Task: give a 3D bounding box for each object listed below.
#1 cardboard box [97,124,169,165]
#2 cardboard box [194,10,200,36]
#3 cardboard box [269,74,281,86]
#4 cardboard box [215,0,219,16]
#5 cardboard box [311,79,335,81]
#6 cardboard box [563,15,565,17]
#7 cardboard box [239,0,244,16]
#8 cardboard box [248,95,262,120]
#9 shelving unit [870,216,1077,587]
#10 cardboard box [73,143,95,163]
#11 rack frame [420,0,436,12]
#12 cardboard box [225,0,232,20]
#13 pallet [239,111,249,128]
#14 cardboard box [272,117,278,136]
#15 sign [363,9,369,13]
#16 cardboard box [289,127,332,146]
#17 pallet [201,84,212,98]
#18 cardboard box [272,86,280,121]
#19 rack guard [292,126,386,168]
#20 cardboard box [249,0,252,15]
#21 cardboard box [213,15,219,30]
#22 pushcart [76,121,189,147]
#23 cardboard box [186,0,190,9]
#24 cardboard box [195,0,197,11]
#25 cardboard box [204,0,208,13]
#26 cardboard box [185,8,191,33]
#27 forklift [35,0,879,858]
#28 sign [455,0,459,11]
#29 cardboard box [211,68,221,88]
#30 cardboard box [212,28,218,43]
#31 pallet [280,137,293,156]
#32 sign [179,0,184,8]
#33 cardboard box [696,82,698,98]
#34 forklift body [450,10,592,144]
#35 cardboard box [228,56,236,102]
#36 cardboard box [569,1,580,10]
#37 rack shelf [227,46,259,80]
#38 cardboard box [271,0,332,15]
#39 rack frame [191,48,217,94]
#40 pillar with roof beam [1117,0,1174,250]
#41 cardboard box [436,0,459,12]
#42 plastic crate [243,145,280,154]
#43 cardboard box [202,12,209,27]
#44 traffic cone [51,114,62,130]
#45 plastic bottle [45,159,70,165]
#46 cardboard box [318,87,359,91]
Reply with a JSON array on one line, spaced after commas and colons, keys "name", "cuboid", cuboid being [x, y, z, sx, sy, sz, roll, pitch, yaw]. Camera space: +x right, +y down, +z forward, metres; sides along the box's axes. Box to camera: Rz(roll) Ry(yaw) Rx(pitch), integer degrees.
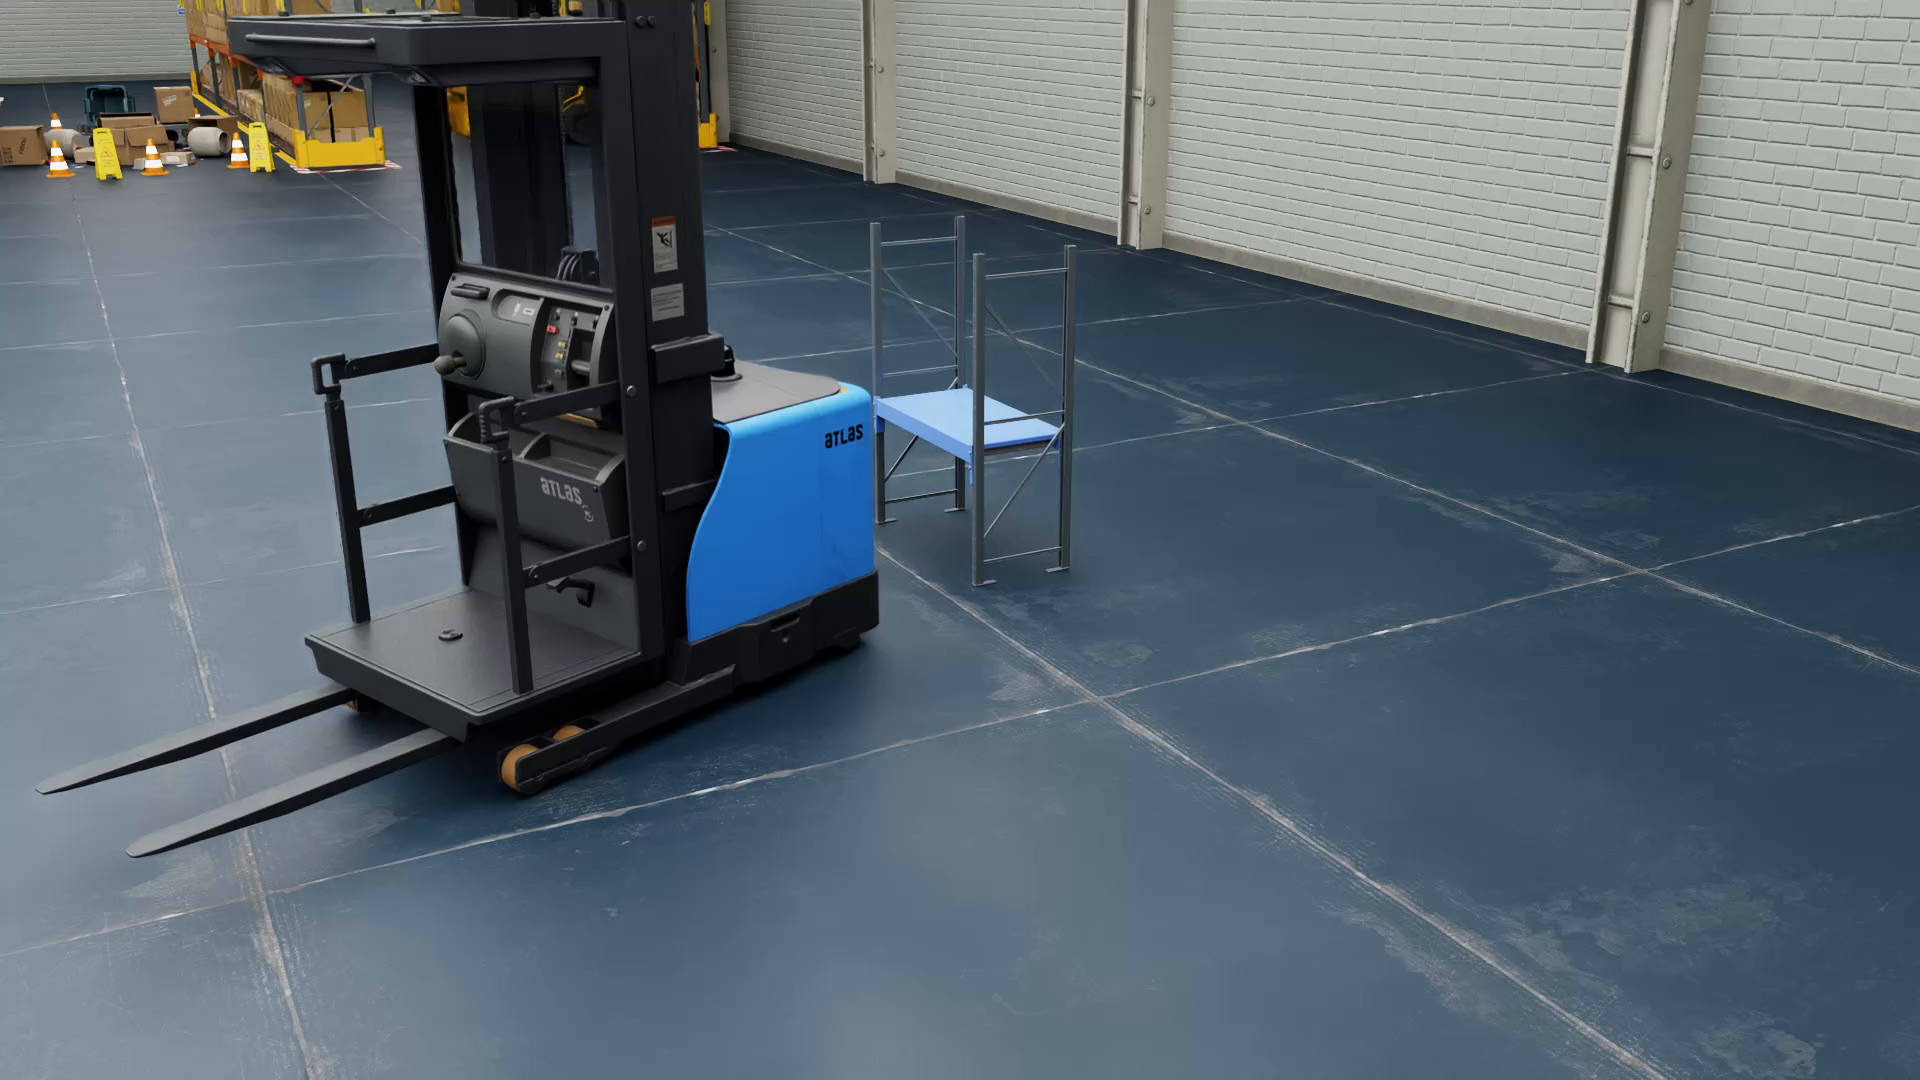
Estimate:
[{"name": "cardboard box", "cuboid": [-11.776, -5.640, 23.705, 0.637, 0.503, 0.797, 7, 20, 20]}, {"name": "cardboard box", "cuboid": [-15.358, -10.583, 34.048, 0.500, 0.500, 0.500, -10, 22, -27]}, {"name": "cardboard box", "cuboid": [-10.188, -6.936, 25.060, 0.380, 0.149, 0.250, -9, 21, -24]}, {"name": "cardboard box", "cuboid": [-13.239, -9.779, 30.185, 0.500, 0.500, 0.500, -10, 21, -26]}, {"name": "cardboard box", "cuboid": [-10.096, -6.981, 26.187, 0.500, 0.500, 0.500, -10, 22, -27]}, {"name": "cardboard box", "cuboid": [-6.604, -9.044, 28.595, 0.380, 0.149, 0.250, -9, 21, -25]}, {"name": "cardboard box", "cuboid": [-11.511, -8.631, 27.293, 0.500, 0.500, 0.500, -9, 21, -25]}, {"name": "cardboard box", "cuboid": [-11.540, -7.368, 28.271, 0.950, 0.372, 0.625, -9, 21, -25]}, {"name": "shelving unit", "cuboid": [0.041, -0.684, 7.816, 0.538, 1.500, 1.048, -10, 21, -27]}, {"name": "cardboard box", "cuboid": [-12.484, -5.560, 23.838, 0.396, 0.266, 0.258, -6, 20, -17]}, {"name": "rack frame", "cuboid": [-11.945, -12.071, 38.515, 1.000, 3.000, 0.127, -10, 21, -27]}, {"name": "cardboard box", "cuboid": [-12.503, -9.226, 29.017, 0.500, 0.500, 0.500, -11, 22, -28]}, {"name": "pallet", "cuboid": [-12.143, -7.462, 29.433, 1.003, 0.211, 1.213, -10, 21, -27]}, {"name": "cardboard box", "cuboid": [-10.307, -6.392, 25.630, 0.500, 0.250, 0.500, -9, 21, -24]}, {"name": "sign", "cuboid": [-8.236, -7.201, 23.076, 0.100, 0.325, 0.005, -10, 21, -27]}, {"name": "cardboard box", "cuboid": [-9.346, -5.804, 23.925, 0.500, 0.250, 0.500, -10, 21, -27]}, {"name": "pallet", "cuboid": [-15.863, -9.766, 36.109, 1.003, 0.211, 1.213, -10, 21, -27]}, {"name": "cardboard box", "cuboid": [-10.061, -6.598, 25.074, 0.500, 0.500, 0.500, -9, 21, -24]}, {"name": "rack guard", "cuboid": [-8.750, -5.548, 23.444, 1.175, 0.500, 0.348, -10, 21, -27]}, {"name": "cardboard box", "cuboid": [-10.372, -8.207, 25.175, 0.700, 0.500, 0.500, -10, 21, -26]}, {"name": "cardboard box", "cuboid": [-13.474, -9.560, 30.702, 0.500, 0.250, 0.500, -11, 22, -28]}, {"name": "pushcart", "cuboid": [-12.596, -6.249, 25.664, 0.936, 0.377, 1.648, 16, 25, 39]}, {"name": "cardboard box", "cuboid": [-16.083, -11.492, 35.151, 0.500, 0.500, 0.500, -11, 22, -28]}, {"name": "cardboard box", "cuboid": [-15.113, -10.913, 33.471, 0.500, 0.500, 0.500, -10, 22, -27]}, {"name": "cardboard box", "cuboid": [-14.190, -10.360, 31.871, 0.500, 0.500, 0.500, -10, 21, -27]}, {"name": "cardboard box", "cuboid": [-16.336, -11.166, 35.740, 0.500, 0.500, 0.500, -10, 21, -27]}, {"name": "forklift", "cuboid": [-1.668, -0.708, 5.690, 1.130, 2.935, 3.031, 15, 24, 37]}, {"name": "sign", "cuboid": [-10.519, -11.246, 34.796, 0.100, 0.325, 0.005, -10, 21, -27]}, {"name": "cardboard box", "cuboid": [-15.041, -9.594, 34.621, 0.875, 0.438, 0.875, -11, 22, -28]}, {"name": "cardboard box", "cuboid": [-13.730, -9.472, 31.213, 0.500, 0.250, 0.500, -10, 22, -28]}, {"name": "pallet", "cuboid": [-9.680, -6.000, 25.197, 1.003, 0.211, 1.213, -10, 21, -27]}, {"name": "sign", "cuboid": [-16.803, -11.664, 35.886, 0.100, 0.325, 0.005, -10, 21, -27]}, {"name": "cardboard box", "cuboid": [-4.409, -7.017, 25.906, 0.500, 0.250, 0.500, -10, 22, -27]}, {"name": "forklift body", "cuboid": [-6.853, -7.339, 26.102, 2.313, 2.155, 1.214, -10, 21, -27]}, {"name": "cardboard box", "cuboid": [-13.187, -8.667, 31.263, 0.875, 0.875, 0.875, -10, 21, -26]}, {"name": "cardboard box", "cuboid": [-6.356, -8.983, 27.963, 0.380, 0.149, 0.250, -10, 21, -26]}, {"name": "rack shelf", "cuboid": [-11.563, -8.091, 28.082, 1.077, 0.370, 4.000, -10, 21, -27]}, {"name": "cardboard box", "cuboid": [-9.148, -7.482, 23.072, 0.700, 0.500, 0.500, -11, 22, -28]}, {"name": "rack frame", "cuboid": [-16.311, -11.301, 36.284, 1.000, 3.000, 0.127, -10, 21, -27]}, {"name": "pillar with roof beam", "cuboid": [-1.975, -6.542, 13.294, 9.100, 9.000, 0.400, -10, 21, -27]}, {"name": "cardboard box", "cuboid": [-11.254, -11.893, 36.623, 0.500, 0.500, 0.500, -9, 21, -25]}, {"name": "plastic crate", "cuboid": [-10.589, -5.899, 25.103, 0.583, 0.080, 0.402, 16, 25, 39]}, {"name": "cardboard box", "cuboid": [-14.451, -10.148, 32.407, 0.500, 0.250, 0.500, -11, 22, -28]}, {"name": "traffic cone", "cuboid": [-14.229, -6.480, 26.202, 0.336, 0.463, 0.334, -10, 21, -27]}, {"name": "plastic bottle", "cuboid": [-12.814, -5.375, 23.615, 0.133, 0.061, 0.283, 16, 25, 39]}, {"name": "cardboard box", "cuboid": [-9.117, -6.392, 24.479, 0.500, 0.500, 0.500, -11, 22, -29]}]
